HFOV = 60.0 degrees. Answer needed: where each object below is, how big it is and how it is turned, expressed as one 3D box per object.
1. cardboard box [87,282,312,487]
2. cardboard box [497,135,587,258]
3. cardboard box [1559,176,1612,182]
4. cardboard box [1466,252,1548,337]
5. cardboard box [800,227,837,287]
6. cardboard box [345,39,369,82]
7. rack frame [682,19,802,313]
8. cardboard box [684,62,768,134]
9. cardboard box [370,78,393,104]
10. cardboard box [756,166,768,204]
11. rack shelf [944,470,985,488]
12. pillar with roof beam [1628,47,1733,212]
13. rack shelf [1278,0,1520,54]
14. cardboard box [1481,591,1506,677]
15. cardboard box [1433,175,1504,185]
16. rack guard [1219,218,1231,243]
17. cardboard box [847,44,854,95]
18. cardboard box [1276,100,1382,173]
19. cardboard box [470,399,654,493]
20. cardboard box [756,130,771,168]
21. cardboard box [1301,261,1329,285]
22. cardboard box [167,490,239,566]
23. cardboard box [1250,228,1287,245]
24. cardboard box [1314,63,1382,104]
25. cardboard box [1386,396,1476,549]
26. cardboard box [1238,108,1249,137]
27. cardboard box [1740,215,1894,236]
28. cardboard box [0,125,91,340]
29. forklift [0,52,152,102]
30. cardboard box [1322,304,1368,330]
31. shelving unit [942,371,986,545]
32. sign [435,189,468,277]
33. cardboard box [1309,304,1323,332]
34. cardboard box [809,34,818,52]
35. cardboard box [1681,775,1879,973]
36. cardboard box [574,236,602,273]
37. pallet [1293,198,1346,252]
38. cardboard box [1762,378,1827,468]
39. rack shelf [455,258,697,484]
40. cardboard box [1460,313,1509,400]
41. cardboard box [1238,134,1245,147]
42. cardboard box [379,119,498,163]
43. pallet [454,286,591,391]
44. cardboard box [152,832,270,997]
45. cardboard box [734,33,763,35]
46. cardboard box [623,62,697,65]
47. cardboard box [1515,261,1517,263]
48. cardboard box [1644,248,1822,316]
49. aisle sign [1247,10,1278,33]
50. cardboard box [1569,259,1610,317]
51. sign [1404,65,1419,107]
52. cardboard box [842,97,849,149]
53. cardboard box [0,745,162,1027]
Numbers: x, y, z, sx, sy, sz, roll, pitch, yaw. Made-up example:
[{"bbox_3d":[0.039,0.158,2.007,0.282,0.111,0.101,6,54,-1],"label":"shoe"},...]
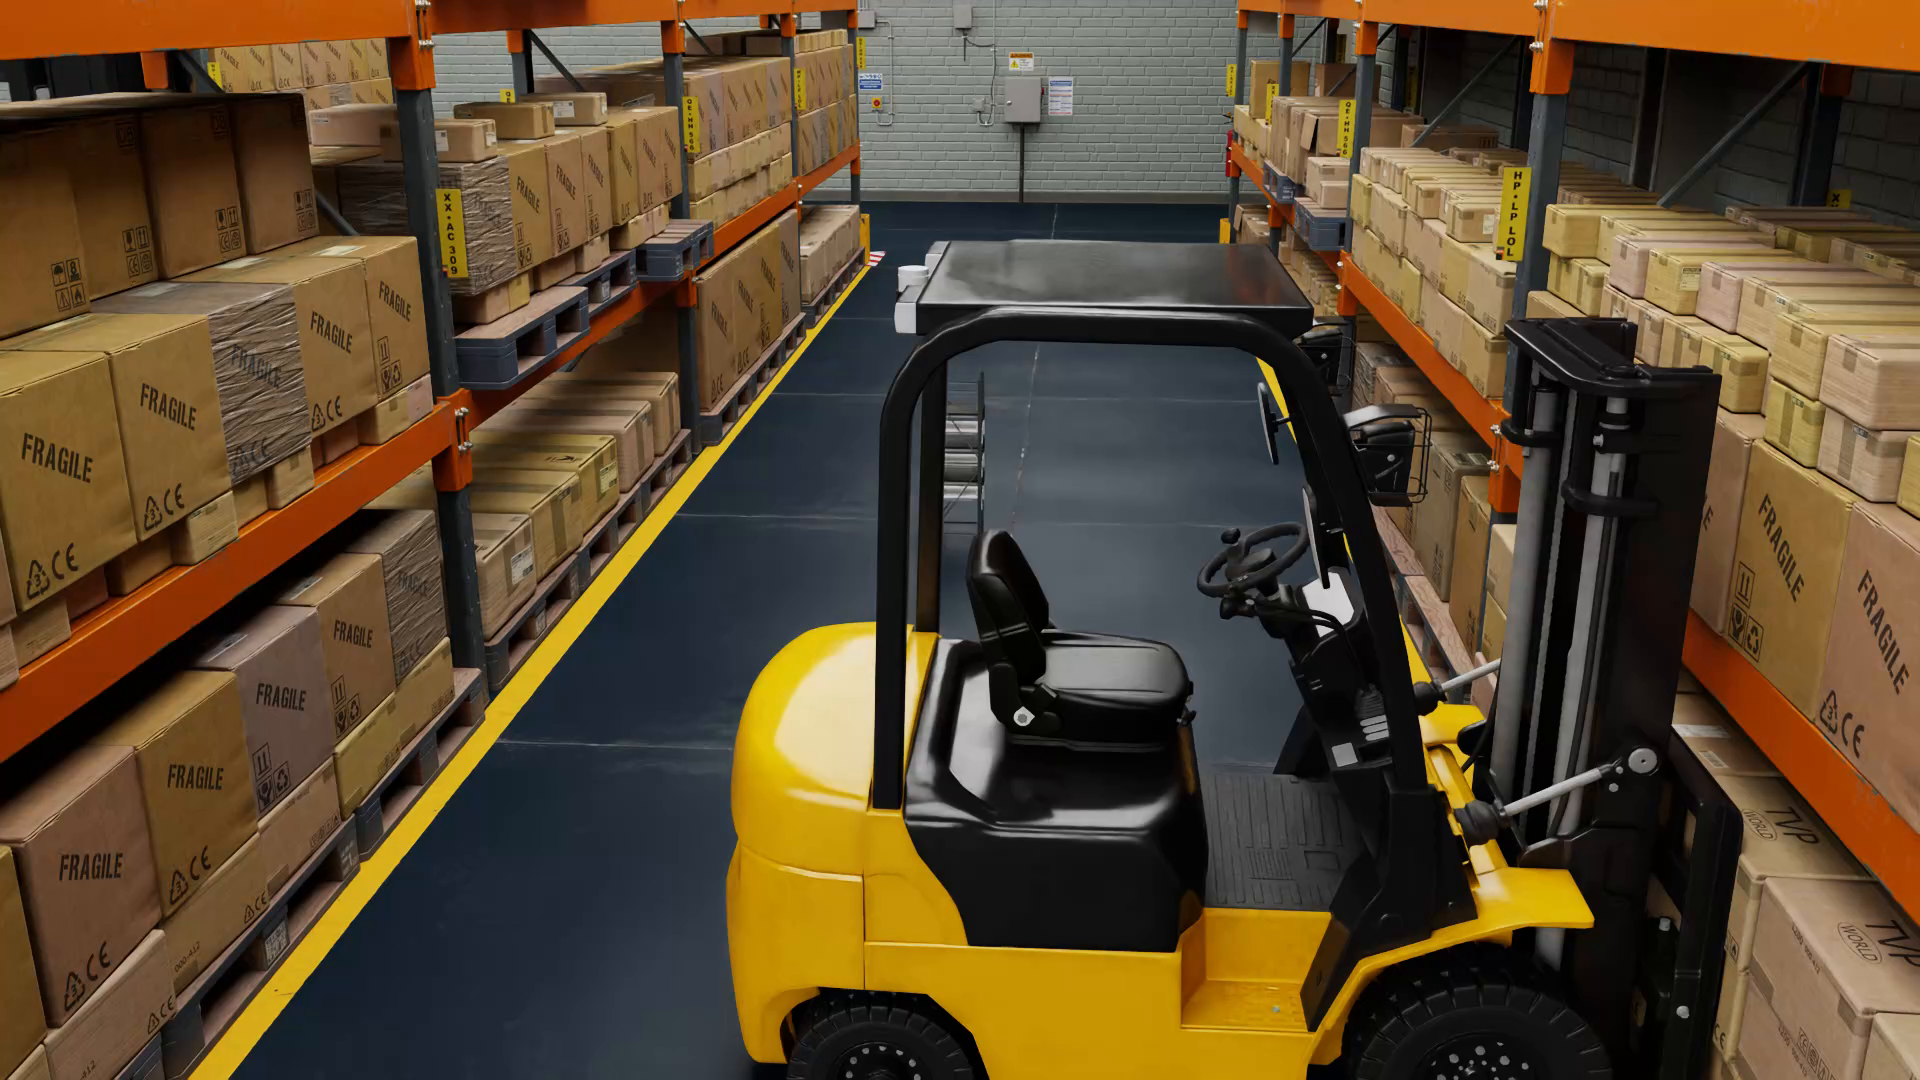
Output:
[{"bbox_3d":[-2.289,-0.467,4.893,0.500,0.500,0.500,2,18,5],"label":"cardboard box"},{"bbox_3d":[-2.039,-1.580,7.614,0.500,0.500,0.500,1,18,4],"label":"cardboard box"},{"bbox_3d":[2.883,-1.649,7.935,0.380,0.149,0.250,2,18,5],"label":"cardboard box"},{"bbox_3d":[2.289,-0.958,6.467,0.500,0.250,0.500,1,18,3],"label":"cardboard box"},{"bbox_3d":[-1.654,-2.680,15.726,0.875,0.438,0.875,1,18,2],"label":"cardboard box"},{"bbox_3d":[-6.348,-4.908,16.841,0.500,0.500,0.500,1,18,2],"label":"cardboard box"},{"bbox_3d":[-1.869,-3.228,13.956,1.000,3.000,0.127,1,18,4],"label":"rack frame"},{"bbox_3d":[-1.736,-3.288,12.374,0.500,0.500,0.500,2,18,6],"label":"cardboard box"},{"bbox_3d":[-6.302,-4.593,17.484,0.500,0.500,0.500,2,18,5],"label":"cardboard box"},{"bbox_3d":[-1.743,-2.697,12.578,0.500,0.250,0.500,1,18,2],"label":"cardboard box"},{"bbox_3d":[0.001,-0.313,8.829,0.258,0.077,0.200,1,18,4],"label":"rack shelf"},{"bbox_3d":[-0.693,-4.398,7.892,9.100,9.000,0.400,1,18,4],"label":"pillar with roof beam"},{"bbox_3d":[2.939,-3.581,11.371,1.077,0.370,4.000,1,18,4],"label":"rack shelf"},{"bbox_3d":[2.166,0.379,5.886,0.500,0.250,0.500,1,18,4],"label":"cardboard box"},{"bbox_3d":[2.474,-1.655,7.955,0.380,0.149,0.250,1,18,4],"label":"cardboard box"},{"bbox_3d":[3.363,-3.149,17.730,1.175,0.500,0.348,1,18,4],"label":"rack guard"},{"bbox_3d":[-1.379,-4.838,17.103,0.500,0.500,0.500,2,18,6],"label":"cardboard box"},{"bbox_3d":[2.787,-3.059,12.607,0.700,0.500,0.500,1,18,5],"label":"cardboard box"},{"bbox_3d":[-2.251,-0.532,9.274,0.950,0.372,0.625,1,18,3],"label":"cardboard box"},{"bbox_3d":[-1.718,-2.935,12.502,0.500,0.250,0.500,2,18,5],"label":"cardboard box"},{"bbox_3d":[2.780,-2.003,12.516,0.380,0.149,0.250,1,18,4],"label":"cardboard box"},{"bbox_3d":[-2.262,-0.042,4.637,0.380,0.149,0.250,1,18,4],"label":"cardboard box"},{"bbox_3d":[3.056,-2.597,15.372,0.700,0.500,0.500,1,18,2],"label":"cardboard box"},{"bbox_3d":[3.454,-4.001,14.875,0.500,0.500,0.500,1,18,2],"label":"cardboard box"},{"bbox_3d":[2.650,-0.341,8.286,0.875,0.625,0.625,1,18,2],"label":"cardboard box"},{"bbox_3d":[3.032,-4.139,16.501,0.500,0.250,0.500,1,18,5],"label":"cardboard box"},{"bbox_3d":[2.728,-0.948,5.318,0.380,0.149,0.250,1,18,2],"label":"cardboard box"},{"bbox_3d":[-2.759,-0.798,4.297,0.700,0.500,0.500,1,18,4],"label":"cardboard box"},{"bbox_3d":[-5.433,-1.891,9.987,3.031,2.935,1.130,1,18,3],"label":"forklift"},{"bbox_3d":[2.567,-1.440,10.799,0.380,0.149,0.250,0,18,1],"label":"cardboard box"},{"bbox_3d":[0.001,-0.430,8.791,0.258,0.900,0.210,1,18,4],"label":"shelving unit"},{"bbox_3d":[-1.901,-1.145,6.209,0.100,0.325,0.005,1,18,4],"label":"sign"},{"bbox_3d":[2.692,-1.341,11.540,0.500,0.500,0.500,2,18,6],"label":"cardboard box"},{"bbox_3d":[-1.482,-4.469,14.936,0.380,0.149,0.250,1,18,2],"label":"cardboard box"},{"bbox_3d":[2.001,0.775,3.876,0.500,0.250,0.500,2,18,5],"label":"cardboard box"},{"bbox_3d":[-1.967,-1.392,8.083,0.380,0.149,0.250,2,18,6],"label":"cardboard box"},{"bbox_3d":[2.774,-1.997,10.508,1.213,0.211,1.003,1,18,4],"label":"pallet"},{"bbox_3d":[2.035,-0.260,3.696,0.380,0.149,0.250,1,18,4],"label":"cardboard box"},{"bbox_3d":[-2.299,-1.022,8.381,1.077,0.370,4.000,1,18,4],"label":"rack shelf"},{"bbox_3d":[2.284,-0.725,6.558,0.500,0.250,0.500,2,18,5],"label":"cardboard box"},{"bbox_3d":[3.072,-4.145,17.159,0.380,0.149,0.250,1,18,3],"label":"cardboard box"},{"bbox_3d":[-2.056,-1.578,6.567,0.380,0.149,0.250,1,18,4],"label":"cardboard box"},{"bbox_3d":[-2.243,-0.886,7.118,1.003,0.211,1.213,1,18,4],"label":"pallet"},{"bbox_3d":[-2.325,1.034,4.692,0.500,0.250,0.500,3,18,8],"label":"cardboard box"},{"bbox_3d":[-2.010,-4.557,15.205,0.380,0.149,0.250,1,18,3],"label":"cardboard box"},{"bbox_3d":[-2.235,-3.306,12.428,0.500,0.500,0.500,1,18,3],"label":"cardboard box"},{"bbox_3d":[2.312,-1.100,6.261,0.380,0.149,0.250,2,18,6],"label":"cardboard box"},{"bbox_3d":[2.139,-0.717,4.613,0.380,0.149,0.250,1,18,3],"label":"cardboard box"},{"bbox_3d":[3.081,-5.624,17.093,0.394,0.787,0.004,1,18,4],"label":"aisle sign"},{"bbox_3d":[2.206,-0.816,5.393,0.380,0.149,0.250,2,18,5],"label":"cardboard box"},{"bbox_3d":[3.636,-3.657,13.407,0.100,0.325,0.005,1,18,4],"label":"sign"},{"bbox_3d":[-1.404,-4.206,16.782,0.500,0.500,0.500,1,18,3],"label":"cardboard box"},{"bbox_3d":[-2.361,0.836,4.092,0.500,0.500,0.500,1,18,2],"label":"cardboard box"}]
